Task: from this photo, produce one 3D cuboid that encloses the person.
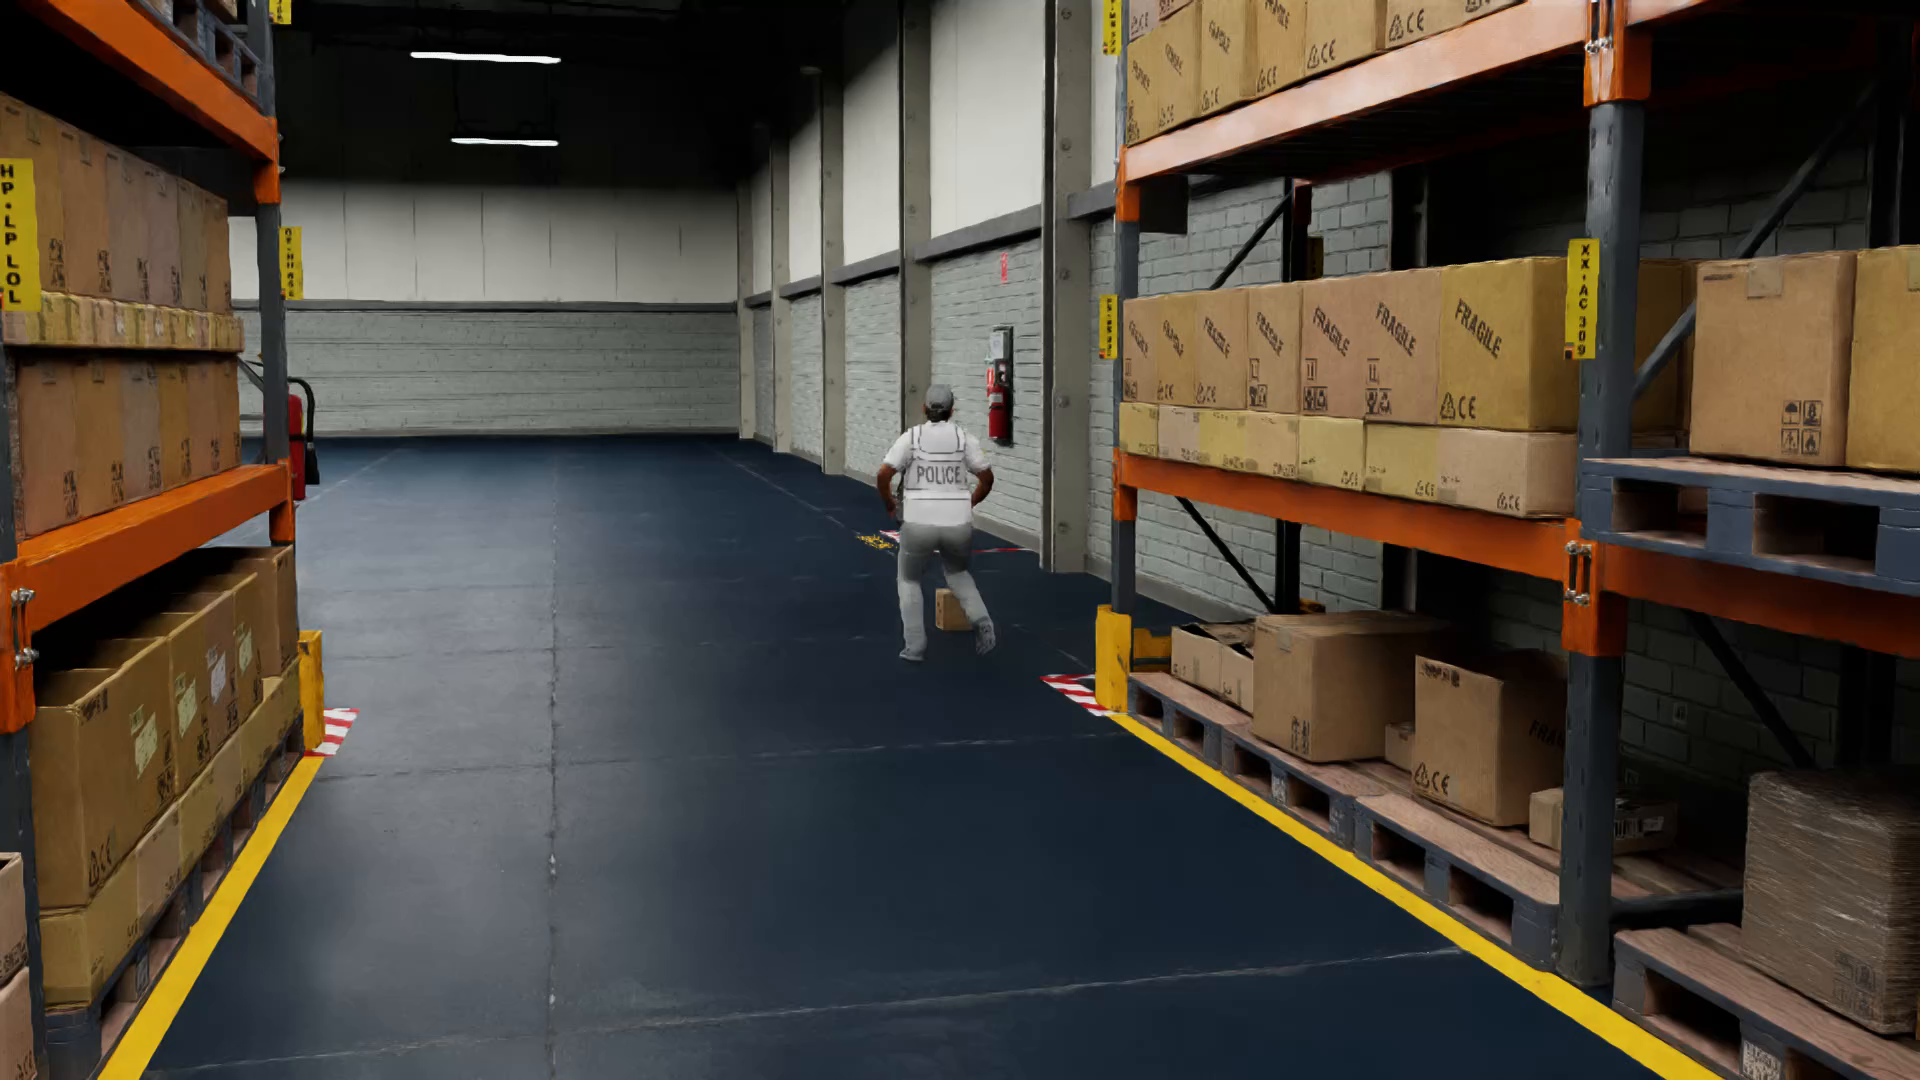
[{"bbox_3d":[-0.156,-0.094,9.723,0.707,1.637,0.477,-2,6,-15],"label":"person"}]
